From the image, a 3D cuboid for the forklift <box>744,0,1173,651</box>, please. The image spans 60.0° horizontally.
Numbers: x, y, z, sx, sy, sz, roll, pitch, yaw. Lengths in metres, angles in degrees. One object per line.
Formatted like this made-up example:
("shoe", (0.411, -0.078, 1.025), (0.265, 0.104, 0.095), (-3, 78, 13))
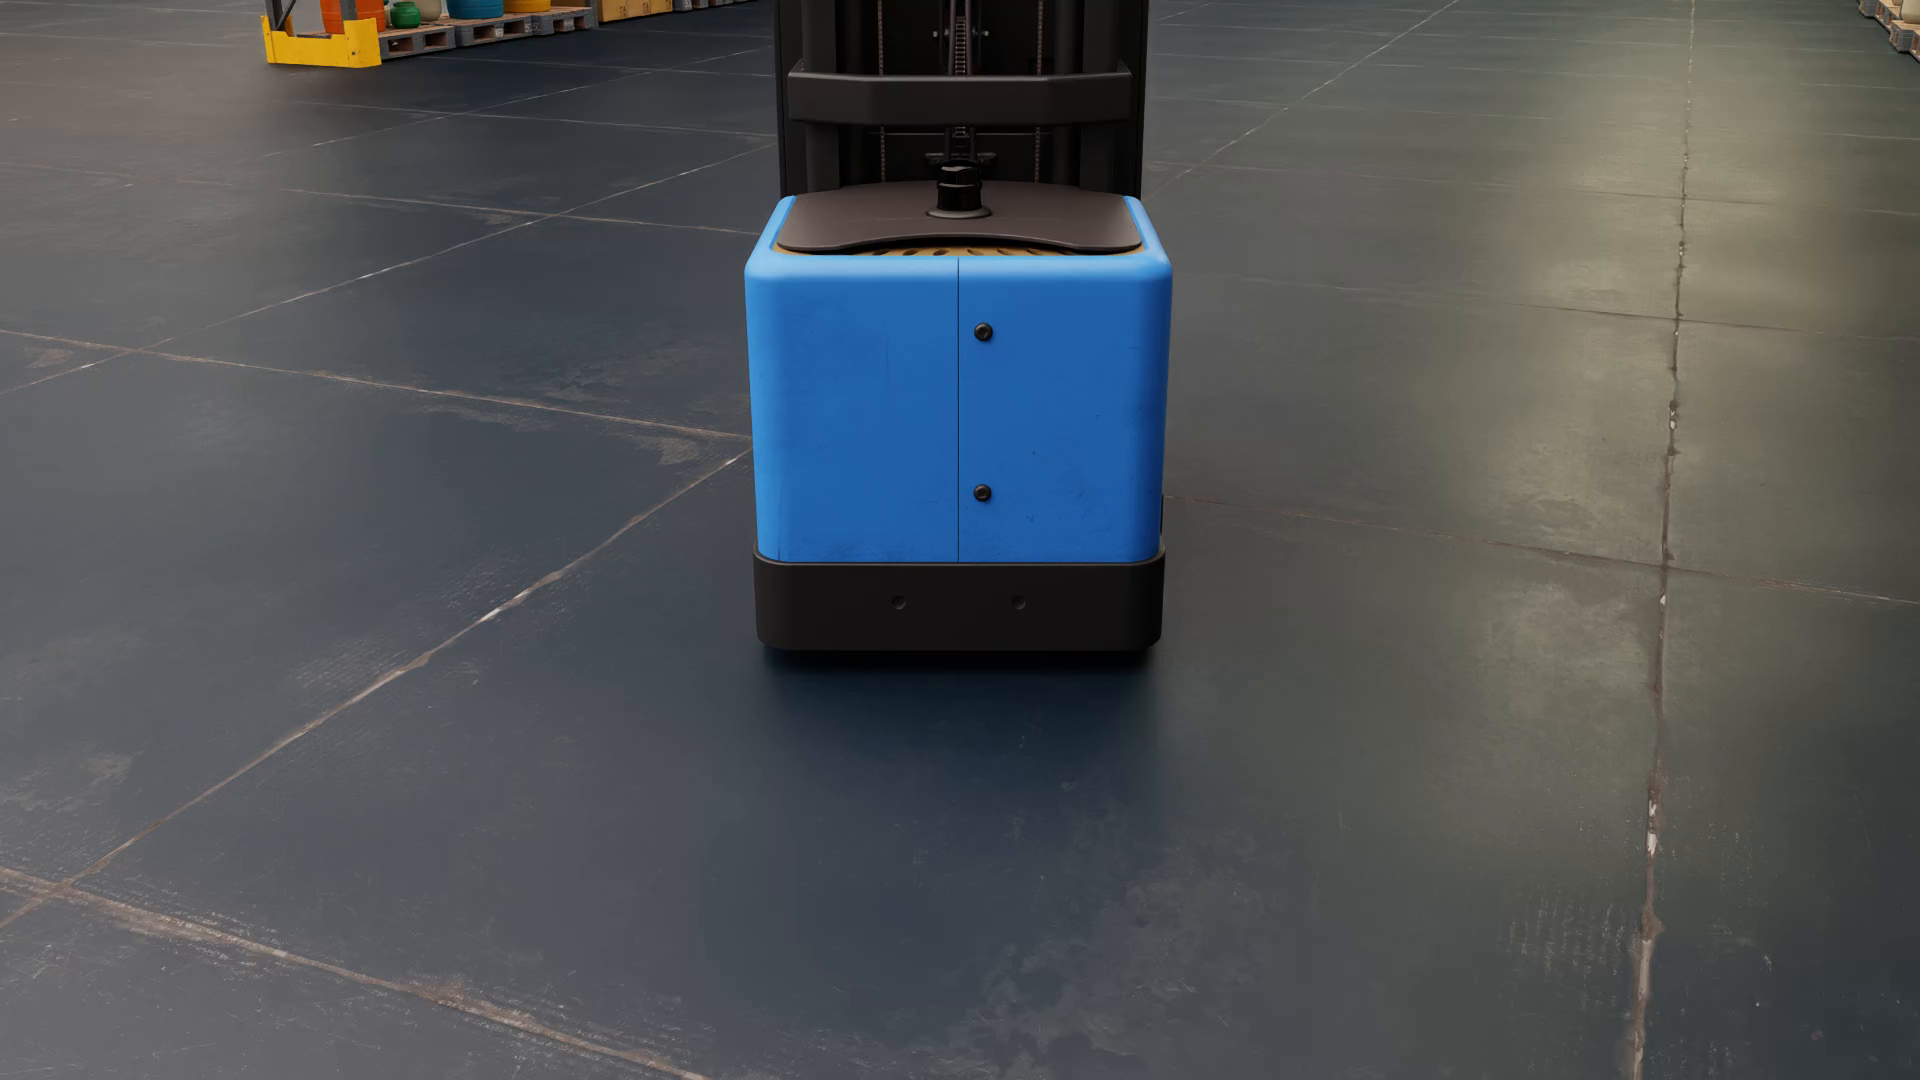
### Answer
("forklift", (0.002, -1.587, 5.089), (1.130, 2.935, 3.031), (0, 23, 0))
